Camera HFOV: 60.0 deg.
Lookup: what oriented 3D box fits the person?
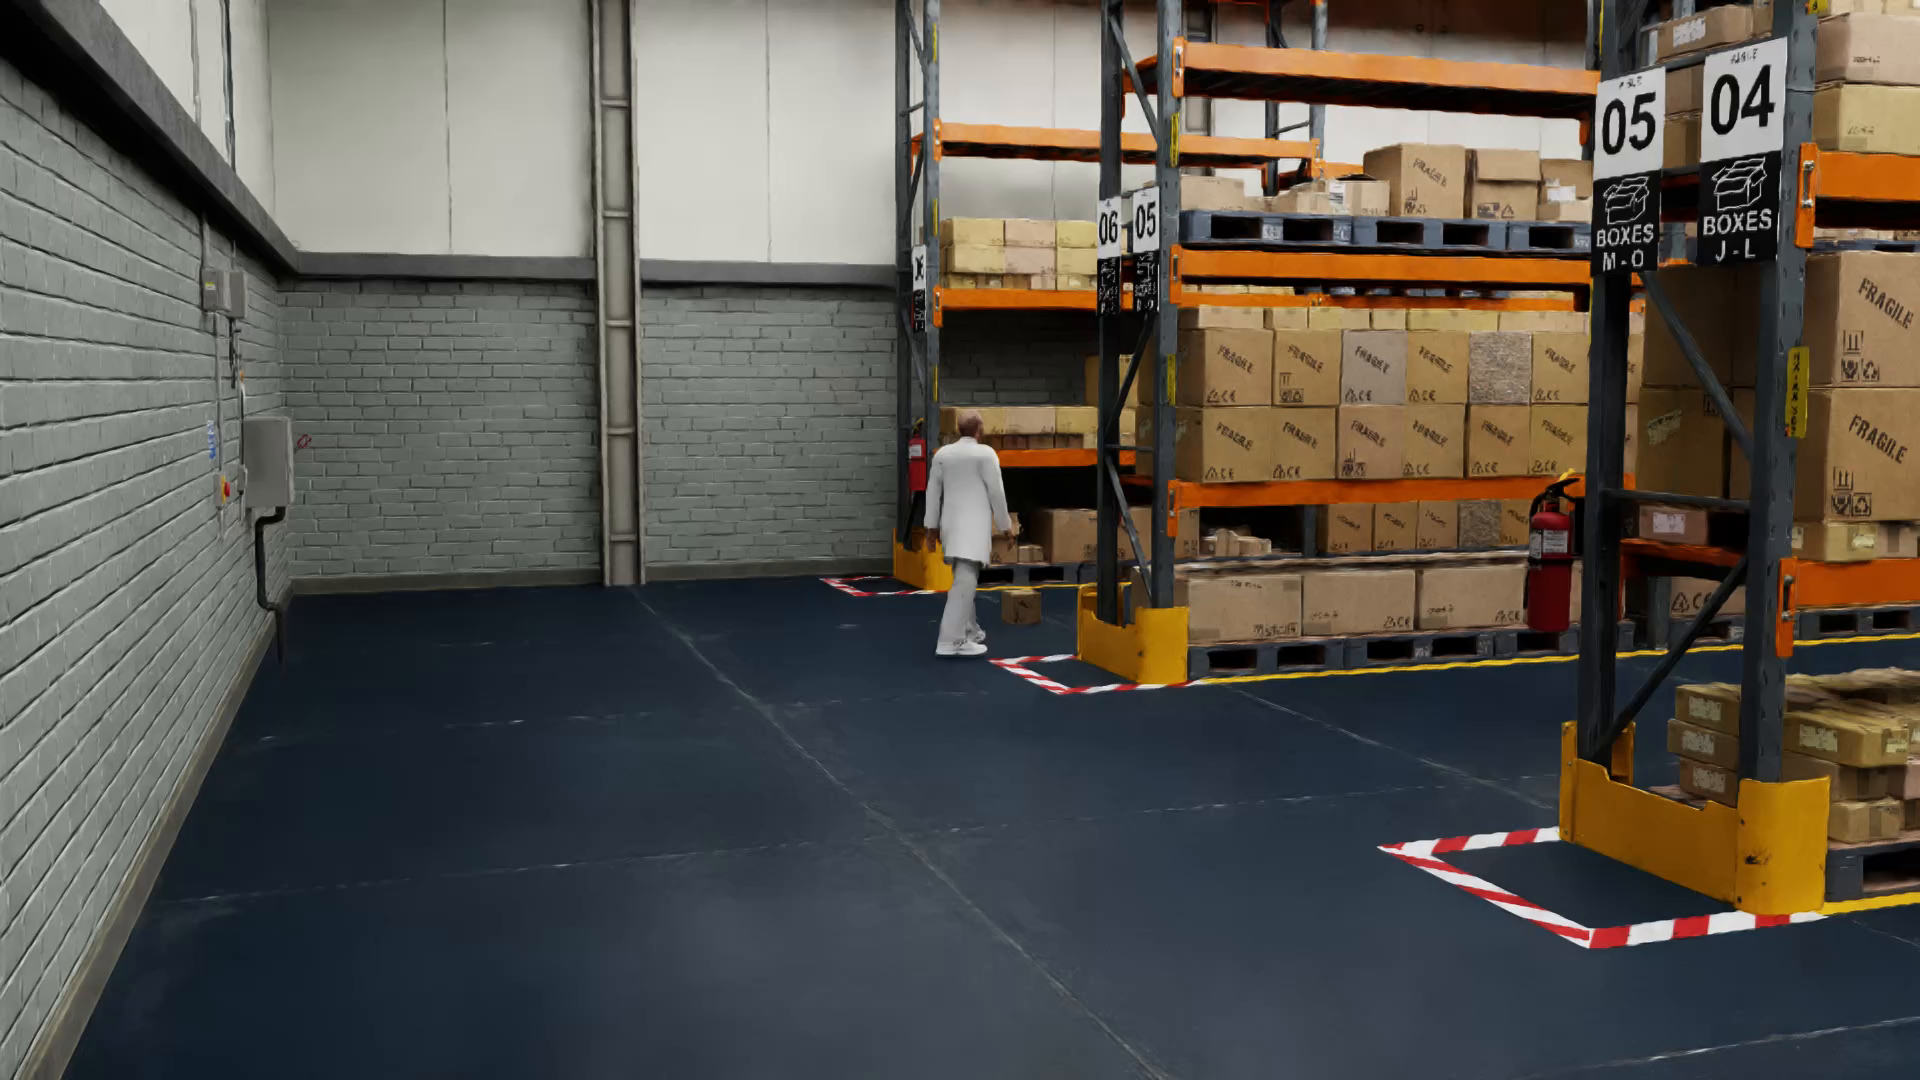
[{"bbox_3d":[0.057,-0.069,12.040,0.653,1.758,0.848,5,8,42],"label":"person"}]
